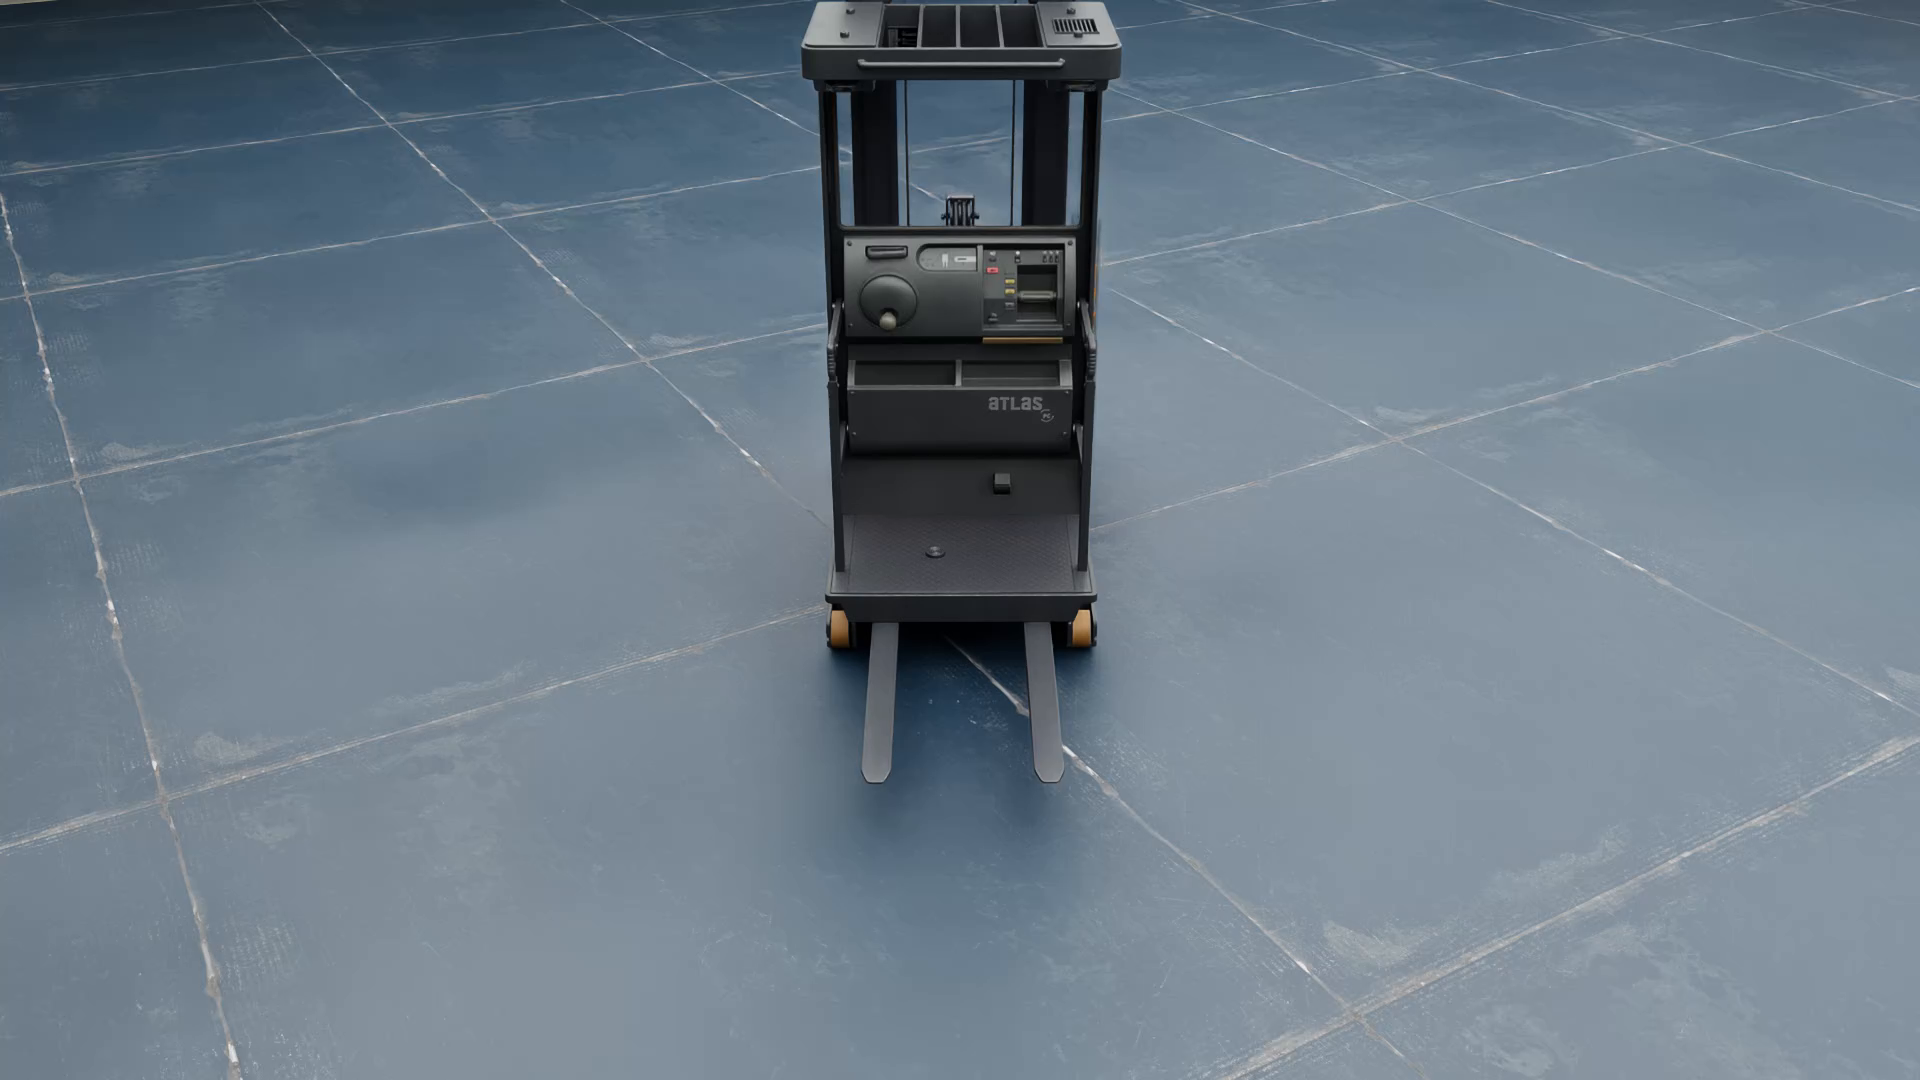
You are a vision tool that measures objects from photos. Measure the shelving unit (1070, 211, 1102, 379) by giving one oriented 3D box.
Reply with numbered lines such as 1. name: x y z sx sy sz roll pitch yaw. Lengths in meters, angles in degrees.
1. shelving unit: 0.537 -1.026 8.359 0.258 1.200 0.189 -24 36 -38

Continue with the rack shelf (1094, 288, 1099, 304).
1. rack shelf: 0.537 -1.199 8.268 0.258 0.103 0.180 -24 36 -38

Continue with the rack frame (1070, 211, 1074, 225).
1. rack frame: 0.473 -1.057 8.417 0.240 1.200 0.006 -24 36 -38

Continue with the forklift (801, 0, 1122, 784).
1. forklift: 0.003 -0.980 6.492 1.130 2.935 3.031 0 29 0

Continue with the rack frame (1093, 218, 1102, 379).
1. rack frame: 0.600 -0.995 8.300 0.240 1.200 0.006 -24 36 -38

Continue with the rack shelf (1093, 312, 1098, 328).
1. rack shelf: 0.537 -1.093 8.324 0.258 0.103 0.180 -24 36 -38

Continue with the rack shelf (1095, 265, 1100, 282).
1. rack shelf: 0.538 -1.306 8.213 0.258 0.103 0.180 -24 36 -38
